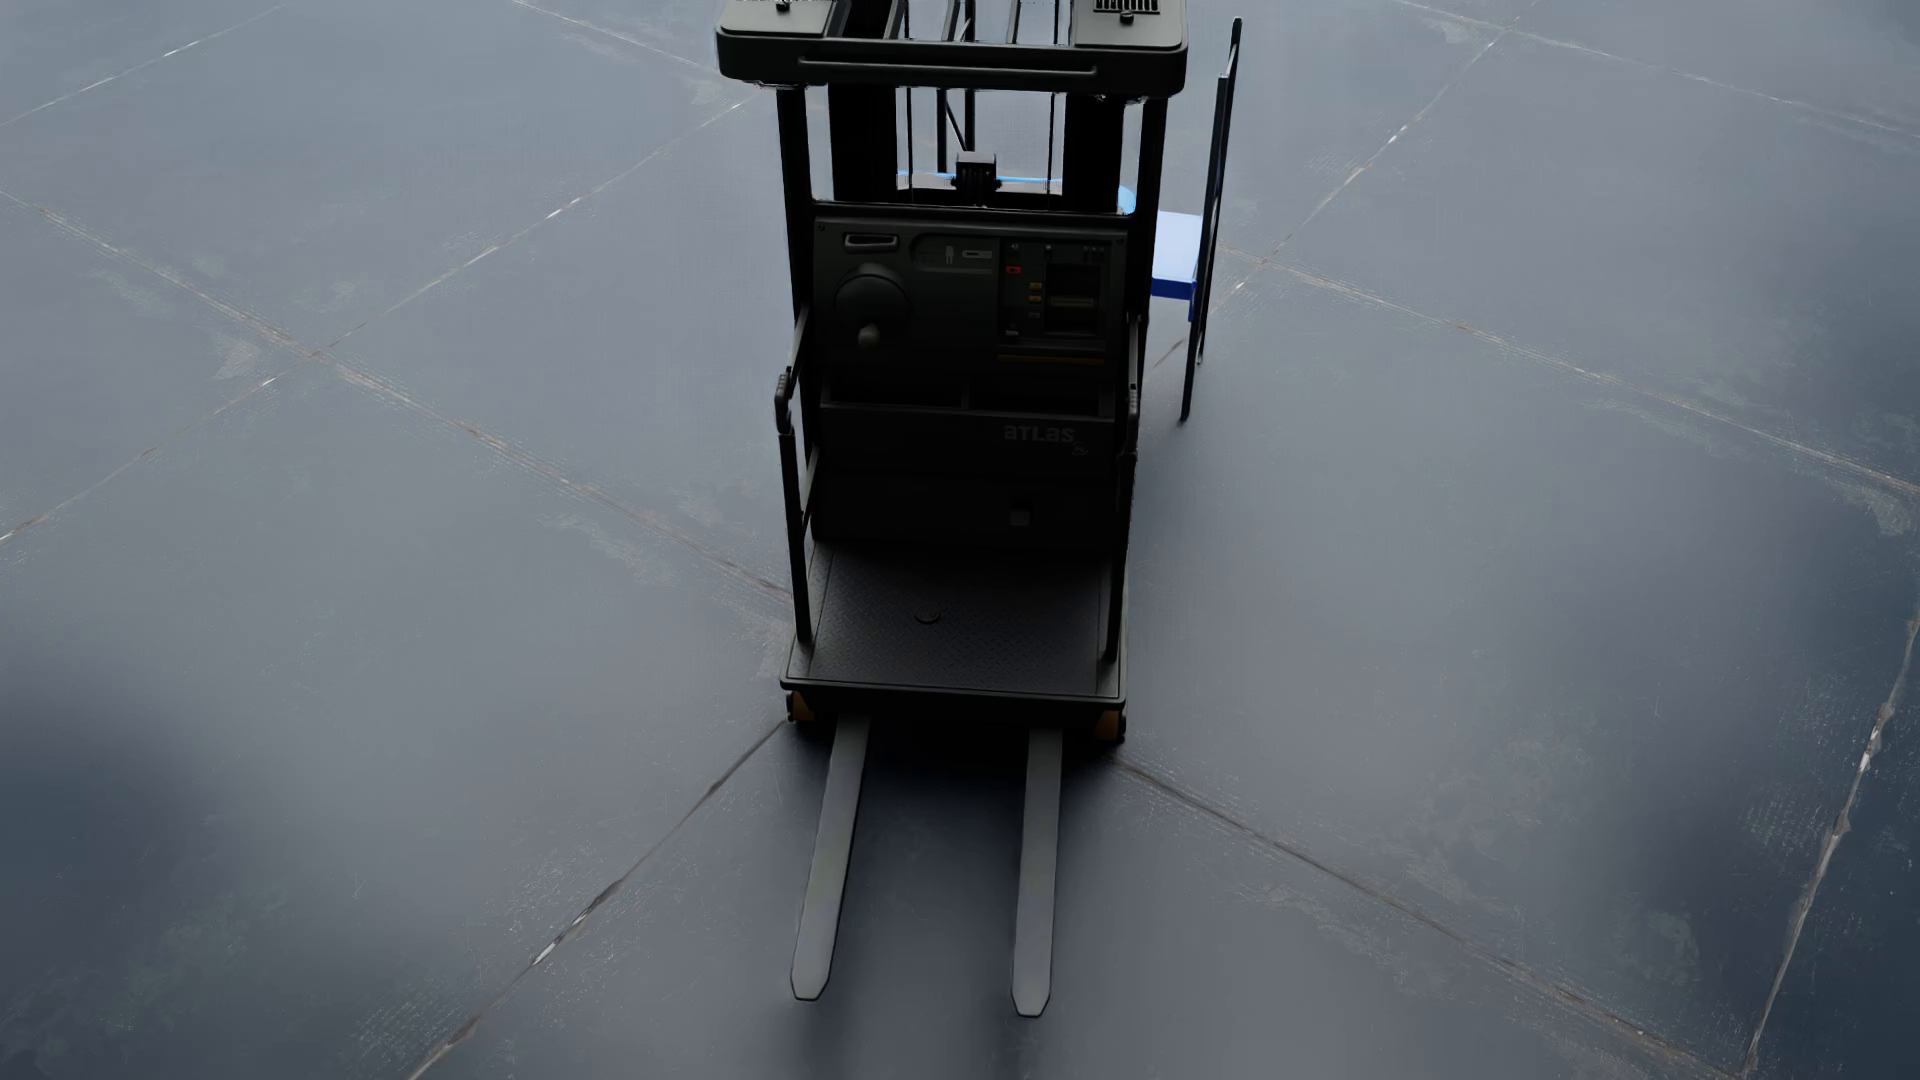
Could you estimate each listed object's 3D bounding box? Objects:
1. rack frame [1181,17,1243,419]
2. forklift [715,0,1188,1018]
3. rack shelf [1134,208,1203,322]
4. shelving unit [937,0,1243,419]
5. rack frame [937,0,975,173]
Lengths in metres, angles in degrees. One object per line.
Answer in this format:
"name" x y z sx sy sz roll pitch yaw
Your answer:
"rack frame" 0.976 -1.218 6.486 0.032 1.500 0.500 9 43 10
"forklift" 0.011 -0.666 4.796 1.130 2.935 3.031 3 42 4
"rack shelf" 0.482 -1.162 6.694 1.000 0.185 0.538 9 43 10
"shelving unit" 0.482 -1.296 6.574 1.048 1.500 0.538 9 43 10
"rack frame" -0.013 -1.375 6.662 0.032 1.500 0.500 9 43 10
